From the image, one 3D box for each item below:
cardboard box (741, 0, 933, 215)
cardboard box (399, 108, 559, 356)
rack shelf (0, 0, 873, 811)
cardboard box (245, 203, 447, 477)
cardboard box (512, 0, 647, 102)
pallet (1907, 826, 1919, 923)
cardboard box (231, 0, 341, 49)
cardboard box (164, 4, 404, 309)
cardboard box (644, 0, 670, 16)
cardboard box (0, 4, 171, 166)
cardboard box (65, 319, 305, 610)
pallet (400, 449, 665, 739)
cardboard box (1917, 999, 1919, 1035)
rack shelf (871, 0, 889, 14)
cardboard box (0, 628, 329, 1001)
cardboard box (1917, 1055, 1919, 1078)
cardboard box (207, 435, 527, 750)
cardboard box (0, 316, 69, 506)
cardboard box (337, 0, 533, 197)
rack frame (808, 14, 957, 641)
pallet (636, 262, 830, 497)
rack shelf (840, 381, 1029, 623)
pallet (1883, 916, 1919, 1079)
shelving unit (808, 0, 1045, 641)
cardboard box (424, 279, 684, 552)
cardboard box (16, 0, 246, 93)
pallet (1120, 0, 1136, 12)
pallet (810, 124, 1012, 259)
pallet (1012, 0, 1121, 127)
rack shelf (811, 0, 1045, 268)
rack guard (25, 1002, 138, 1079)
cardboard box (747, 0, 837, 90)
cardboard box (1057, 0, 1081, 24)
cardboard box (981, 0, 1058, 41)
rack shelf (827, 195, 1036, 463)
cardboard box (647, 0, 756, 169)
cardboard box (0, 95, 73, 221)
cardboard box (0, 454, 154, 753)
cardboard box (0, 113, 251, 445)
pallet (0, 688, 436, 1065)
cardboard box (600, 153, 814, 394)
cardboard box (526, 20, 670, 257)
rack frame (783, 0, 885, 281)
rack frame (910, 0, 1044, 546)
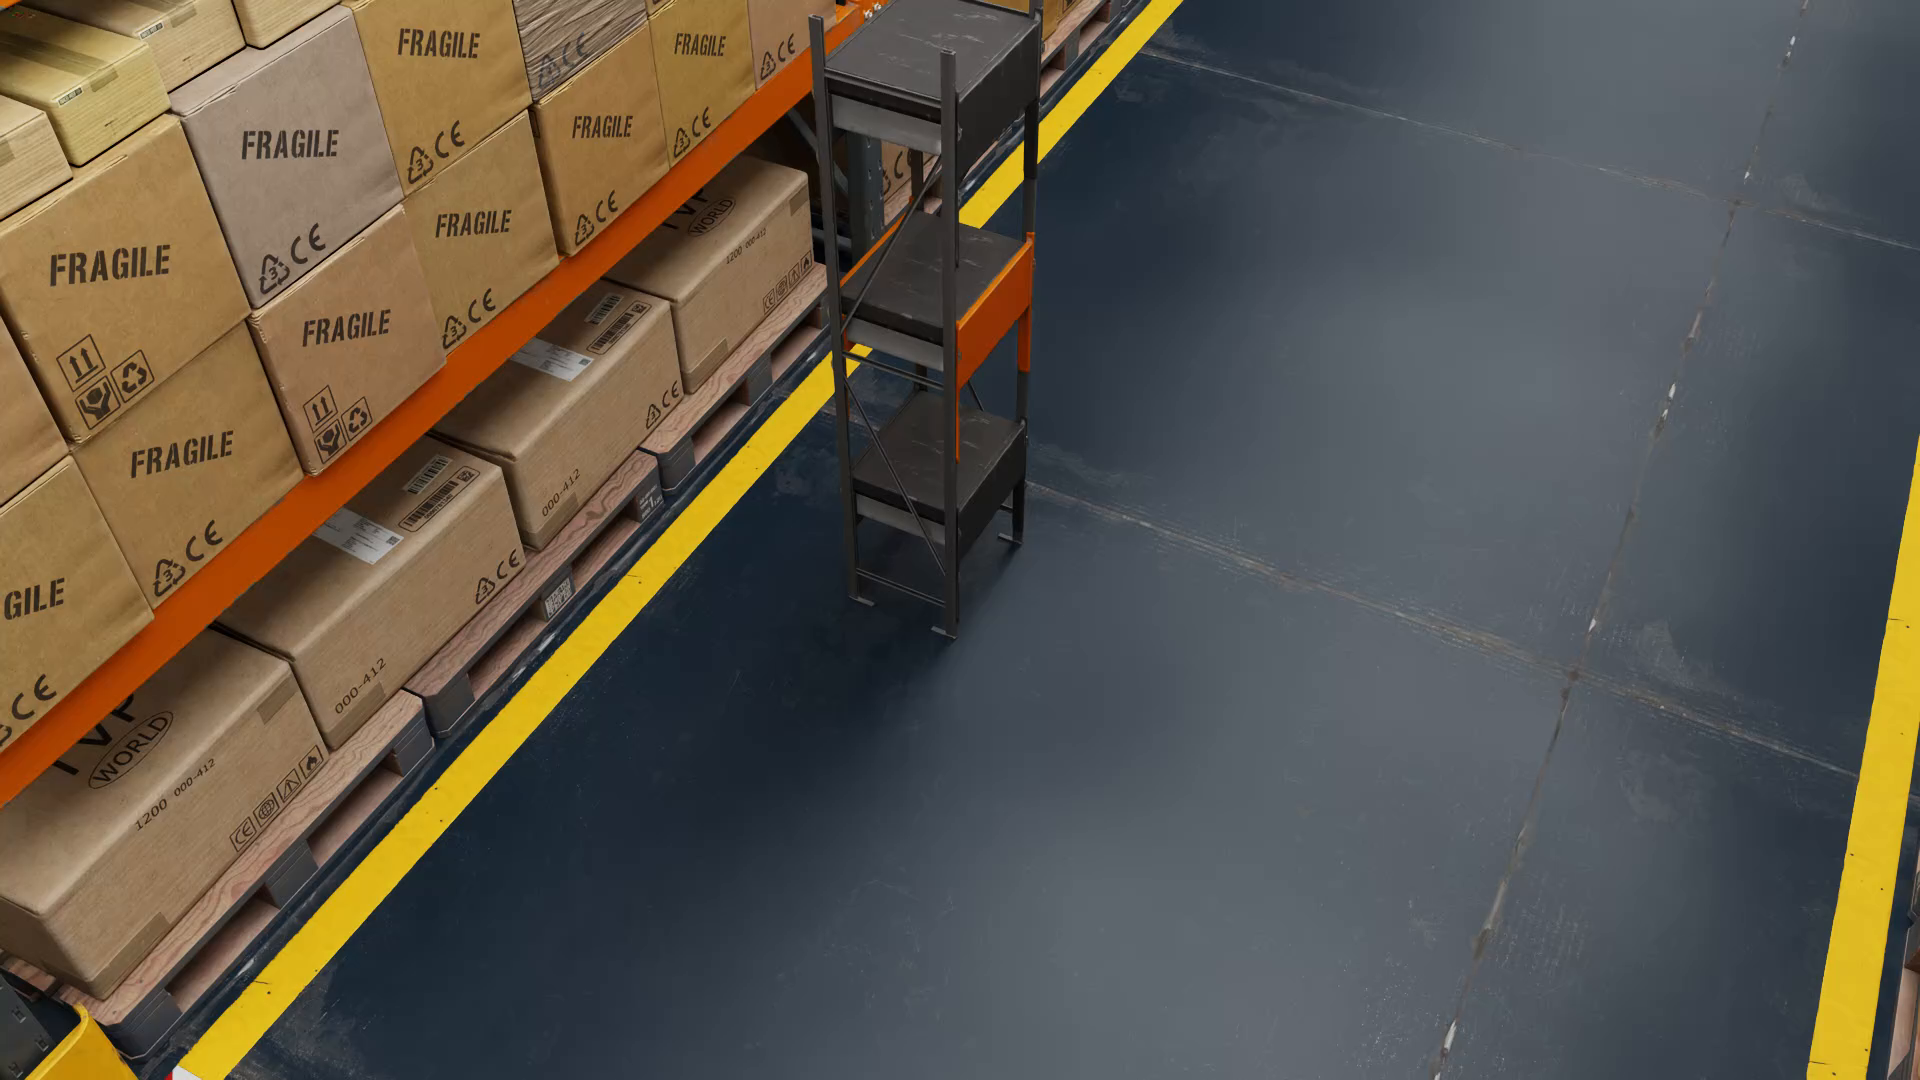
[{"bbox_3d":[-0.547,-2.016,6.832,0.875,0.875,0.875,22,49,20],"label":"cardboard box"},{"bbox_3d":[-1.464,-0.884,4.445,0.500,0.500,0.500,22,49,20],"label":"cardboard box"},{"bbox_3d":[-1.693,-0.685,4.824,1.077,0.370,4.000,20,49,19],"label":"rack shelf"},{"bbox_3d":[-1.682,-0.563,4.127,0.500,0.500,0.500,20,49,19],"label":"cardboard box"},{"bbox_3d":[-1.209,-1.555,4.405,0.500,0.500,0.500,21,49,20],"label":"cardboard box"},{"bbox_3d":[3.387,0.788,4.823,1.003,0.211,1.213,20,49,19],"label":"pallet"},{"bbox_3d":[-1.596,-1.237,3.634,0.380,0.149,0.250,21,49,19],"label":"cardboard box"},{"bbox_3d":[-1.680,-0.928,3.784,0.500,0.500,0.500,20,49,19],"label":"cardboard box"},{"bbox_3d":[-0.981,-1.879,4.725,0.500,0.500,0.500,20,49,18],"label":"cardboard box"},{"bbox_3d":[-1.824,-0.911,3.312,0.380,0.149,0.250,19,48,18],"label":"cardboard box"},{"bbox_3d":[-1.934,-0.249,3.816,0.500,0.500,0.500,20,49,19],"label":"cardboard box"},{"bbox_3d":[-1.752,0.007,5.595,1.003,0.211,1.213,20,49,19],"label":"pallet"},{"bbox_3d":[2.647,1.181,4.182,0.380,0.149,0.250,19,48,18],"label":"cardboard box"},{"bbox_3d":[0.164,-3.205,7.314,1.077,0.370,4.000,20,49,19],"label":"rack shelf"},{"bbox_3d":[-2.403,0.626,4.528,0.875,0.438,0.875,19,48,18],"label":"cardboard box"},{"bbox_3d":[2.510,1.220,3.936,0.380,0.149,0.250,21,49,19],"label":"cardboard box"},{"bbox_3d":[-1.986,0.047,5.101,0.875,0.438,0.875,22,49,20],"label":"cardboard box"},{"bbox_3d":[-2.146,-0.273,3.137,0.500,0.500,0.500,19,48,18],"label":"cardboard box"},{"bbox_3d":[-1.449,-1.242,4.095,0.500,0.500,0.500,21,49,19],"label":"cardboard box"},{"bbox_3d":[-0.190,-0.480,4.748,0.400,2.100,0.015,20,49,19],"label":"rack frame"},{"bbox_3d":[-1.187,-0.764,6.357,1.003,0.211,1.213,20,49,19],"label":"pallet"},{"bbox_3d":[-0.077,-0.132,5.408,0.431,0.518,0.480,20,49,19],"label":"rack shelf"},{"bbox_3d":[2.821,1.559,4.060,1.003,0.211,1.213,20,49,19],"label":"pallet"},{"bbox_3d":[-0.077,-0.634,4.900,0.431,2.100,0.503,20,49,19],"label":"shelving unit"},{"bbox_3d":[-1.566,-0.521,5.662,0.875,0.438,0.875,19,48,18],"label":"cardboard box"},{"bbox_3d":[-1.749,-1.094,3.493,0.380,0.149,0.250,21,49,19],"label":"cardboard box"},{"bbox_3d":[0.660,-3.266,8.829,1.003,0.211,1.213,20,49,19],"label":"pallet"},{"bbox_3d":[-0.473,-1.729,7.310,1.003,0.211,1.213,20,49,19],"label":"pallet"},{"bbox_3d":[0.092,-2.500,8.072,1.003,0.211,1.213,20,49,19],"label":"pallet"},{"bbox_3d":[-0.077,-1.116,4.412,0.431,0.518,0.480,20,49,19],"label":"rack shelf"},{"bbox_3d":[-2.632,1.216,4.197,1.175,0.500,0.348,20,49,19],"label":"rack guard"},{"bbox_3d":[-0.753,-1.856,5.405,0.500,0.500,0.500,21,49,19],"label":"cardboard box"},{"bbox_3d":[0.281,-3.150,7.953,0.875,0.875,0.875,21,49,20],"label":"cardboard box"},{"bbox_3d":[-0.135,-2.587,7.397,0.875,0.875,0.875,22,49,20],"label":"cardboard box"},{"bbox_3d":[-0.077,-0.624,4.910,0.431,0.518,0.480,20,49,19],"label":"rack shelf"},{"bbox_3d":[-0.987,-1.530,5.083,0.500,0.500,0.500,19,48,18],"label":"cardboard box"},{"bbox_3d":[-1.930,-0.739,3.142,0.380,0.149,0.250,22,49,20],"label":"cardboard box"},{"bbox_3d":[-2.144,0.079,3.492,0.500,0.500,0.500,20,49,19],"label":"cardboard box"},{"bbox_3d":[-1.912,-0.601,3.461,0.500,0.500,0.500,19,48,18],"label":"cardboard box"},{"bbox_3d":[-2.319,0.773,4.838,1.003,0.211,1.213,20,49,19],"label":"pallet"},{"bbox_3d":[-1.151,-1.085,6.219,0.875,0.438,0.875,20,49,19],"label":"cardboard box"},{"bbox_3d":[-1.208,-1.209,4.765,0.500,0.500,0.500,20,49,18],"label":"cardboard box"},{"bbox_3d":[-0.764,-2.198,5.813,1.000,3.000,0.127,20,49,19],"label":"rack frame"},{"bbox_3d":[0.036,-0.788,5.052,0.400,2.100,0.015,20,49,19],"label":"rack frame"}]
